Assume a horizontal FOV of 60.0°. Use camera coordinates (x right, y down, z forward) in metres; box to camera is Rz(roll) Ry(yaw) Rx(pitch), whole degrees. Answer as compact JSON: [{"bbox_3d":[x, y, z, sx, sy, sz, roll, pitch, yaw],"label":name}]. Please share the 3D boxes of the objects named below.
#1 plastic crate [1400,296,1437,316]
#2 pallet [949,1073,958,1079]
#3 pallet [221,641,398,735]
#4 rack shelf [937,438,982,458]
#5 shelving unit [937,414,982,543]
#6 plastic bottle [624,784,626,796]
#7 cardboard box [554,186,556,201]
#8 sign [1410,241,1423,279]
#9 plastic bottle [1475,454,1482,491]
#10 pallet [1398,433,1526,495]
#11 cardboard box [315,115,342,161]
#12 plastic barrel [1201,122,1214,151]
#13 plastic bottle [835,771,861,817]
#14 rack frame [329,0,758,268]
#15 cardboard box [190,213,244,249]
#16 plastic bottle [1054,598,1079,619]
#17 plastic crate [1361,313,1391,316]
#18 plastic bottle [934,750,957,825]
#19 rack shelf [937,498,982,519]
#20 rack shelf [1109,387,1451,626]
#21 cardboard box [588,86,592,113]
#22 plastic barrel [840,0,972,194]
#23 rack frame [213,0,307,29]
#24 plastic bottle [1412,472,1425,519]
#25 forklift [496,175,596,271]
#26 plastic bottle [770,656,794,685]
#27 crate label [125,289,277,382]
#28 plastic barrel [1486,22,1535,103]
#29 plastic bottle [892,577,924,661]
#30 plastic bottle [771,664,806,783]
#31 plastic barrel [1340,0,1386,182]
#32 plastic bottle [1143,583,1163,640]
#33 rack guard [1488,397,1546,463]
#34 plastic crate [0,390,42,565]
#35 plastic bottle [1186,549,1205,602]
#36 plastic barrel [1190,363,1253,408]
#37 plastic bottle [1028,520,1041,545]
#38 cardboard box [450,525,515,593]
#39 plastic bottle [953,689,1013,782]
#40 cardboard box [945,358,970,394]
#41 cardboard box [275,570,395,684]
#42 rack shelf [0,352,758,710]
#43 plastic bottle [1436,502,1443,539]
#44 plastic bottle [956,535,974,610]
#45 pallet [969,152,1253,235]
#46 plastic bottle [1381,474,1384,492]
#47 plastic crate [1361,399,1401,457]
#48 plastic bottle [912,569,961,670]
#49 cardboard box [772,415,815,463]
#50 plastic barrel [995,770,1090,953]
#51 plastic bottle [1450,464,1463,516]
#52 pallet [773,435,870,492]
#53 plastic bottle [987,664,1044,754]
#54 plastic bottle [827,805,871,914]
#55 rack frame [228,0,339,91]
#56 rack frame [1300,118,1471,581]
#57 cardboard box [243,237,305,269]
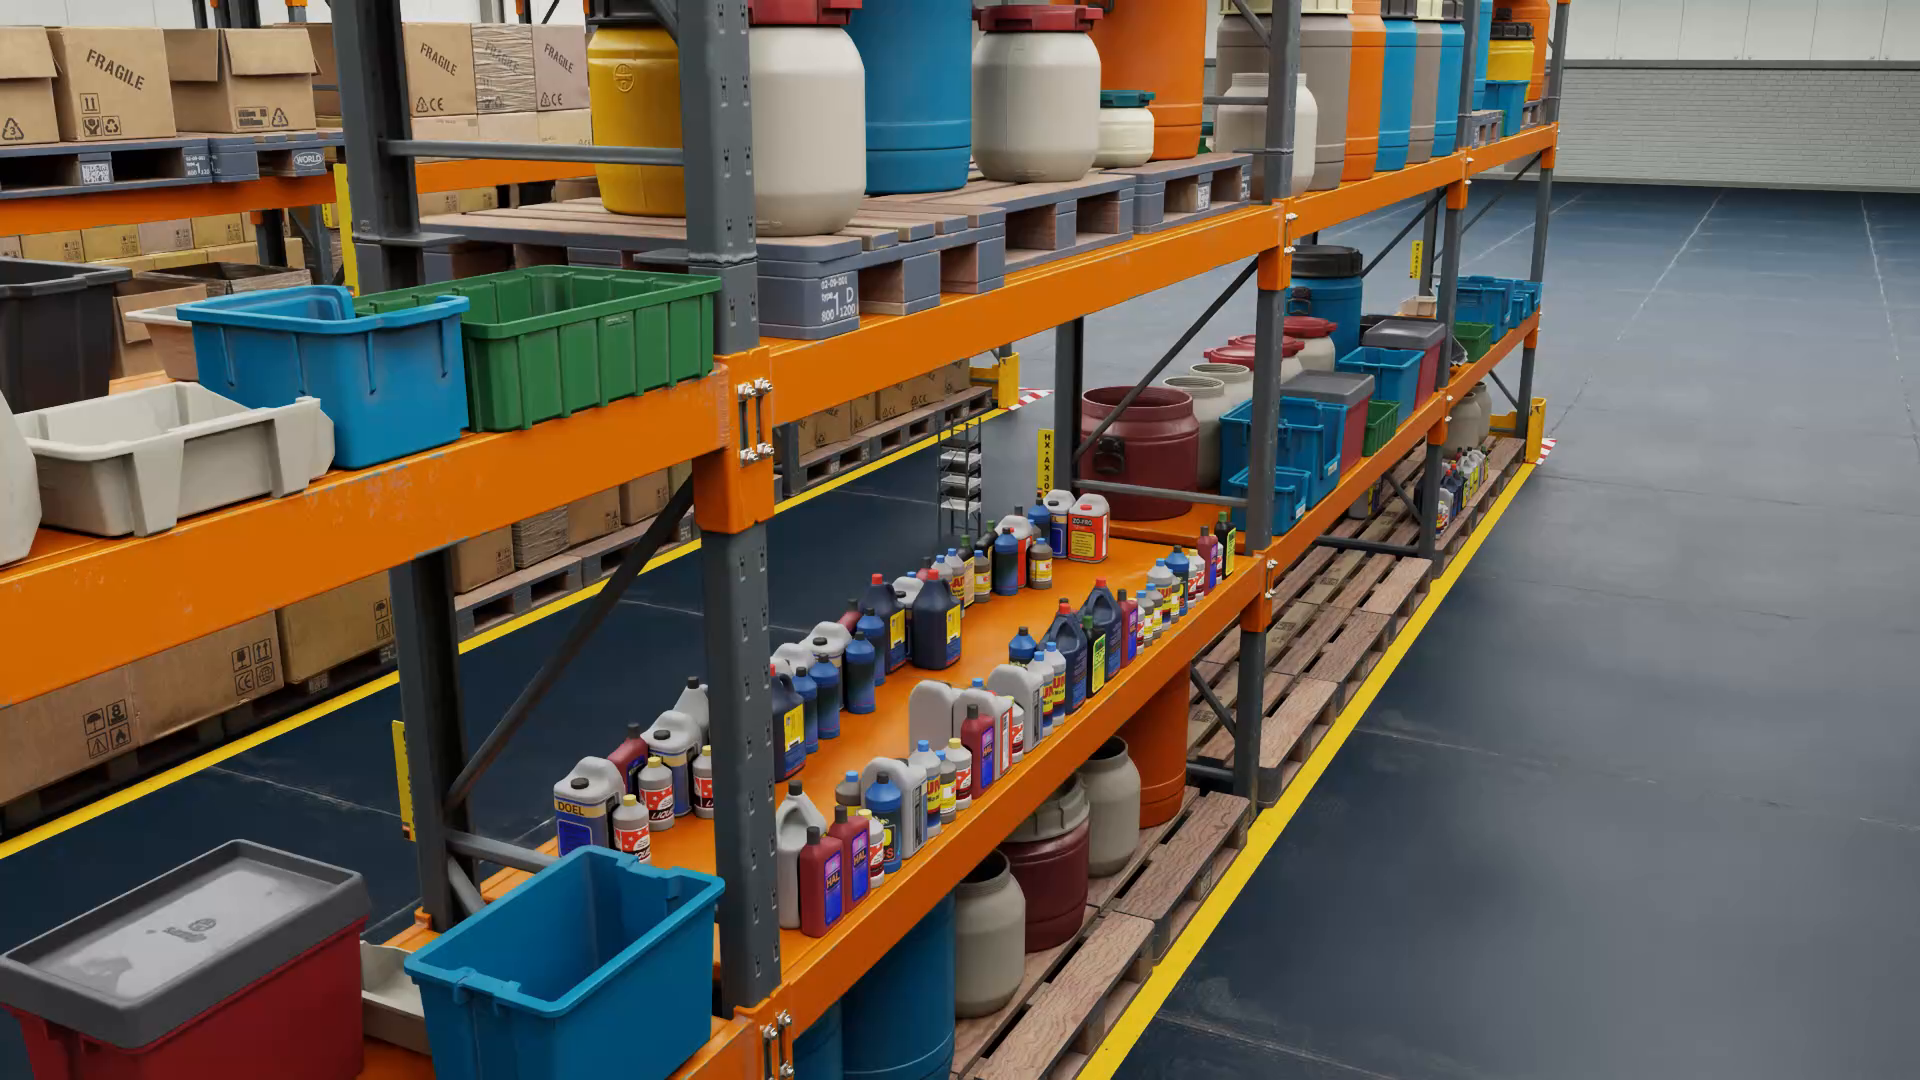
[{"bbox_3d":[3.785,-1.925,13.700,0.298,0.136,0.250,8,18,25],"label":"plastic crate"},{"bbox_3d":[-0.507,1.964,5.042,1.003,0.211,1.213,8,18,25],"label":"pallet"},{"bbox_3d":[-3.953,0.697,9.306,1.003,0.211,1.213,8,18,25],"label":"pallet"},{"bbox_3d":[-0.004,-0.656,11.822,0.258,0.077,0.200,8,18,25],"label":"rack shelf"},{"bbox_3d":[-0.004,-0.429,11.889,0.258,0.900,0.210,8,18,25],"label":"shelving unit"},{"bbox_3d":[-0.975,0.739,4.617,0.097,0.201,0.097,0,17,0],"label":"plastic bottle"},{"bbox_3d":[-4.714,-3.873,17.637,0.875,0.550,0.550,8,18,25],"label":"cardboard box"},{"bbox_3d":[3.983,-2.442,14.492,0.100,0.325,0.005,8,18,25],"label":"sign"},{"bbox_3d":[3.845,-0.524,12.531,0.152,0.276,0.135,8,18,24],"label":"plastic bottle"},{"bbox_3d":[4.113,-0.670,13.909,1.003,0.211,1.213,8,18,25],"label":"pallet"},{"bbox_3d":[-3.540,-2.349,9.660,0.500,0.250,0.500,8,18,25],"label":"cardboard box"},{"bbox_3d":[1.257,-1.926,8.214,0.301,0.262,0.301,0,17,0],"label":"plastic barrel"},{"bbox_3d":[-0.298,0.740,4.614,0.097,0.201,0.097,0,17,0],"label":"plastic bottle"},{"bbox_3d":[-0.889,-2.057,3.147,1.000,3.000,0.127,8,18,25],"label":"rack frame"},{"bbox_3d":[-6.582,-2.775,14.167,0.700,0.500,0.500,8,18,24],"label":"cardboard box"},{"bbox_3d":[0.377,0.333,5.841,0.061,0.283,0.133,8,18,25],"label":"plastic bottle"},{"bbox_3d":[2.937,-1.465,11.948,0.499,0.251,0.616,8,18,25],"label":"plastic crate"},{"bbox_3d":[-0.058,0.700,4.748,0.097,0.201,0.097,0,17,0],"label":"plastic bottle"},{"bbox_3d":[-0.004,-0.225,11.950,0.258,0.077,0.200,8,18,25],"label":"rack shelf"},{"bbox_3d":[1.792,-0.365,9.249,1.077,0.370,4.000,8,18,25],"label":"rack shelf"},{"bbox_3d":[-2.494,-2.886,10.879,0.380,0.166,0.250,8,18,24],"label":"cardboard box"},{"bbox_3d":[-0.264,-1.515,4.972,0.600,0.901,0.708,8,18,25],"label":"plastic barrel"},{"bbox_3d":[-6.138,-5.382,14.340,1.000,3.000,0.127,8,18,25],"label":"rack frame"},{"bbox_3d":[3.288,-0.332,11.752,0.144,0.351,0.185,8,18,25],"label":"plastic bottle"},{"bbox_3d":[-3.683,-2.238,14.412,1.130,2.935,3.031,8,18,26],"label":"forklift"},{"bbox_3d":[-0.614,0.515,5.241,0.152,0.276,0.135,8,18,25],"label":"plastic bottle"},{"bbox_3d":[-1.367,-0.405,3.315,0.293,0.136,0.466,8,18,25],"label":"crate label"},{"bbox_3d":[4.077,-3.661,12.746,0.600,0.588,0.600,0,17,0],"label":"plastic barrel"},{"bbox_3d":[-0.204,0.281,6.027,0.152,0.276,0.135,8,18,25],"label":"plastic bottle"},{"bbox_3d":[-0.560,0.538,5.033,0.144,0.351,0.185,8,18,25],"label":"plastic bottle"},{"bbox_3d":[1.751,-2.192,8.115,0.600,0.830,0.708,8,18,25],"label":"plastic barrel"},{"bbox_3d":[0.710,0.262,6.223,0.097,0.201,0.097,0,17,0],"label":"plastic bottle"},{"bbox_3d":[4.481,-1.015,14.562,1.175,0.500,0.348,8,18,25],"label":"rack guard"},{"bbox_3d":[-1.410,-0.069,1.929,0.437,0.282,0.530,8,18,25],"label":"plastic crate"},{"bbox_3d":[0.928,0.138,6.641,0.097,0.201,0.097,0,17,0],"label":"plastic bottle"},{"bbox_3d":[1.355,-0.651,8.750,0.421,0.512,0.421,0,17,0],"label":"plastic barrel"},{"bbox_3d":[0.296,0.015,7.056,0.097,0.201,0.097,0,17,0],"label":"plastic bottle"},{"bbox_3d":[-3.251,-0.016,10.429,0.700,0.500,0.500,7,18,22],"label":"cardboard box"},{"bbox_3d":[0.072,0.573,5.046,0.152,0.276,0.135,8,18,25],"label":"plastic bottle"},{"bbox_3d":[-0.252,-1.714,16.181,0.500,0.500,0.500,12,20,36],"label":"cardboard box"},{"bbox_3d":[-3.860,0.160,9.212,1.225,0.875,0.875,7,18,23],"label":"cardboard box"},{"bbox_3d":[-1.783,0.235,1.961,1.077,0.370,4.000,8,18,25],"label":"rack shelf"},{"bbox_3d":[3.220,-0.148,11.273,0.097,0.271,0.097,0,17,0],"label":"plastic bottle"},{"bbox_3d":[0.005,0.129,6.525,0.061,0.283,0.133,8,18,25],"label":"plastic bottle"},{"bbox_3d":[0.469,-1.365,6.417,1.003,0.211,1.213,8,18,25],"label":"pallet"},{"bbox_3d":[3.117,-0.487,12.395,0.061,0.283,0.133,8,18,25],"label":"plastic bottle"},{"bbox_3d":[2.160,-0.638,9.277,0.450,0.188,0.662,8,18,25],"label":"plastic crate"},{"bbox_3d":[-0.083,0.271,5.931,0.144,0.351,0.185,8,18,25],"label":"plastic bottle"},{"bbox_3d":[-1.531,-0.949,13.605,0.500,0.500,0.500,7,18,24],"label":"cardboard box"},{"bbox_3d":[0.190,1.169,6.319,0.600,0.588,0.708,8,18,25],"label":"plastic barrel"},{"bbox_3d":[3.502,-0.361,11.852,0.144,0.351,0.185,7,18,23],"label":"plastic bottle"},{"bbox_3d":[-1.477,-0.688,13.971,1.003,0.211,1.213,8,18,25],"label":"pallet"},{"bbox_3d":[0.176,0.513,5.245,0.152,0.276,0.135,8,18,25],"label":"plastic bottle"},{"bbox_3d":[-0.284,0.801,4.263,0.061,0.283,0.133,8,18,25],"label":"plastic bottle"},{"bbox_3d":[-3.533,-3.706,8.698,1.000,3.000,0.127,8,18,25],"label":"rack frame"},{"bbox_3d":[2.685,-1.219,10.861,1.000,3.000,0.127,8,18,25],"label":"rack frame"},{"bbox_3d":[-6.132,-2.387,14.618,0.500,0.500,0.500,8,18,25],"label":"cardboard box"}]
